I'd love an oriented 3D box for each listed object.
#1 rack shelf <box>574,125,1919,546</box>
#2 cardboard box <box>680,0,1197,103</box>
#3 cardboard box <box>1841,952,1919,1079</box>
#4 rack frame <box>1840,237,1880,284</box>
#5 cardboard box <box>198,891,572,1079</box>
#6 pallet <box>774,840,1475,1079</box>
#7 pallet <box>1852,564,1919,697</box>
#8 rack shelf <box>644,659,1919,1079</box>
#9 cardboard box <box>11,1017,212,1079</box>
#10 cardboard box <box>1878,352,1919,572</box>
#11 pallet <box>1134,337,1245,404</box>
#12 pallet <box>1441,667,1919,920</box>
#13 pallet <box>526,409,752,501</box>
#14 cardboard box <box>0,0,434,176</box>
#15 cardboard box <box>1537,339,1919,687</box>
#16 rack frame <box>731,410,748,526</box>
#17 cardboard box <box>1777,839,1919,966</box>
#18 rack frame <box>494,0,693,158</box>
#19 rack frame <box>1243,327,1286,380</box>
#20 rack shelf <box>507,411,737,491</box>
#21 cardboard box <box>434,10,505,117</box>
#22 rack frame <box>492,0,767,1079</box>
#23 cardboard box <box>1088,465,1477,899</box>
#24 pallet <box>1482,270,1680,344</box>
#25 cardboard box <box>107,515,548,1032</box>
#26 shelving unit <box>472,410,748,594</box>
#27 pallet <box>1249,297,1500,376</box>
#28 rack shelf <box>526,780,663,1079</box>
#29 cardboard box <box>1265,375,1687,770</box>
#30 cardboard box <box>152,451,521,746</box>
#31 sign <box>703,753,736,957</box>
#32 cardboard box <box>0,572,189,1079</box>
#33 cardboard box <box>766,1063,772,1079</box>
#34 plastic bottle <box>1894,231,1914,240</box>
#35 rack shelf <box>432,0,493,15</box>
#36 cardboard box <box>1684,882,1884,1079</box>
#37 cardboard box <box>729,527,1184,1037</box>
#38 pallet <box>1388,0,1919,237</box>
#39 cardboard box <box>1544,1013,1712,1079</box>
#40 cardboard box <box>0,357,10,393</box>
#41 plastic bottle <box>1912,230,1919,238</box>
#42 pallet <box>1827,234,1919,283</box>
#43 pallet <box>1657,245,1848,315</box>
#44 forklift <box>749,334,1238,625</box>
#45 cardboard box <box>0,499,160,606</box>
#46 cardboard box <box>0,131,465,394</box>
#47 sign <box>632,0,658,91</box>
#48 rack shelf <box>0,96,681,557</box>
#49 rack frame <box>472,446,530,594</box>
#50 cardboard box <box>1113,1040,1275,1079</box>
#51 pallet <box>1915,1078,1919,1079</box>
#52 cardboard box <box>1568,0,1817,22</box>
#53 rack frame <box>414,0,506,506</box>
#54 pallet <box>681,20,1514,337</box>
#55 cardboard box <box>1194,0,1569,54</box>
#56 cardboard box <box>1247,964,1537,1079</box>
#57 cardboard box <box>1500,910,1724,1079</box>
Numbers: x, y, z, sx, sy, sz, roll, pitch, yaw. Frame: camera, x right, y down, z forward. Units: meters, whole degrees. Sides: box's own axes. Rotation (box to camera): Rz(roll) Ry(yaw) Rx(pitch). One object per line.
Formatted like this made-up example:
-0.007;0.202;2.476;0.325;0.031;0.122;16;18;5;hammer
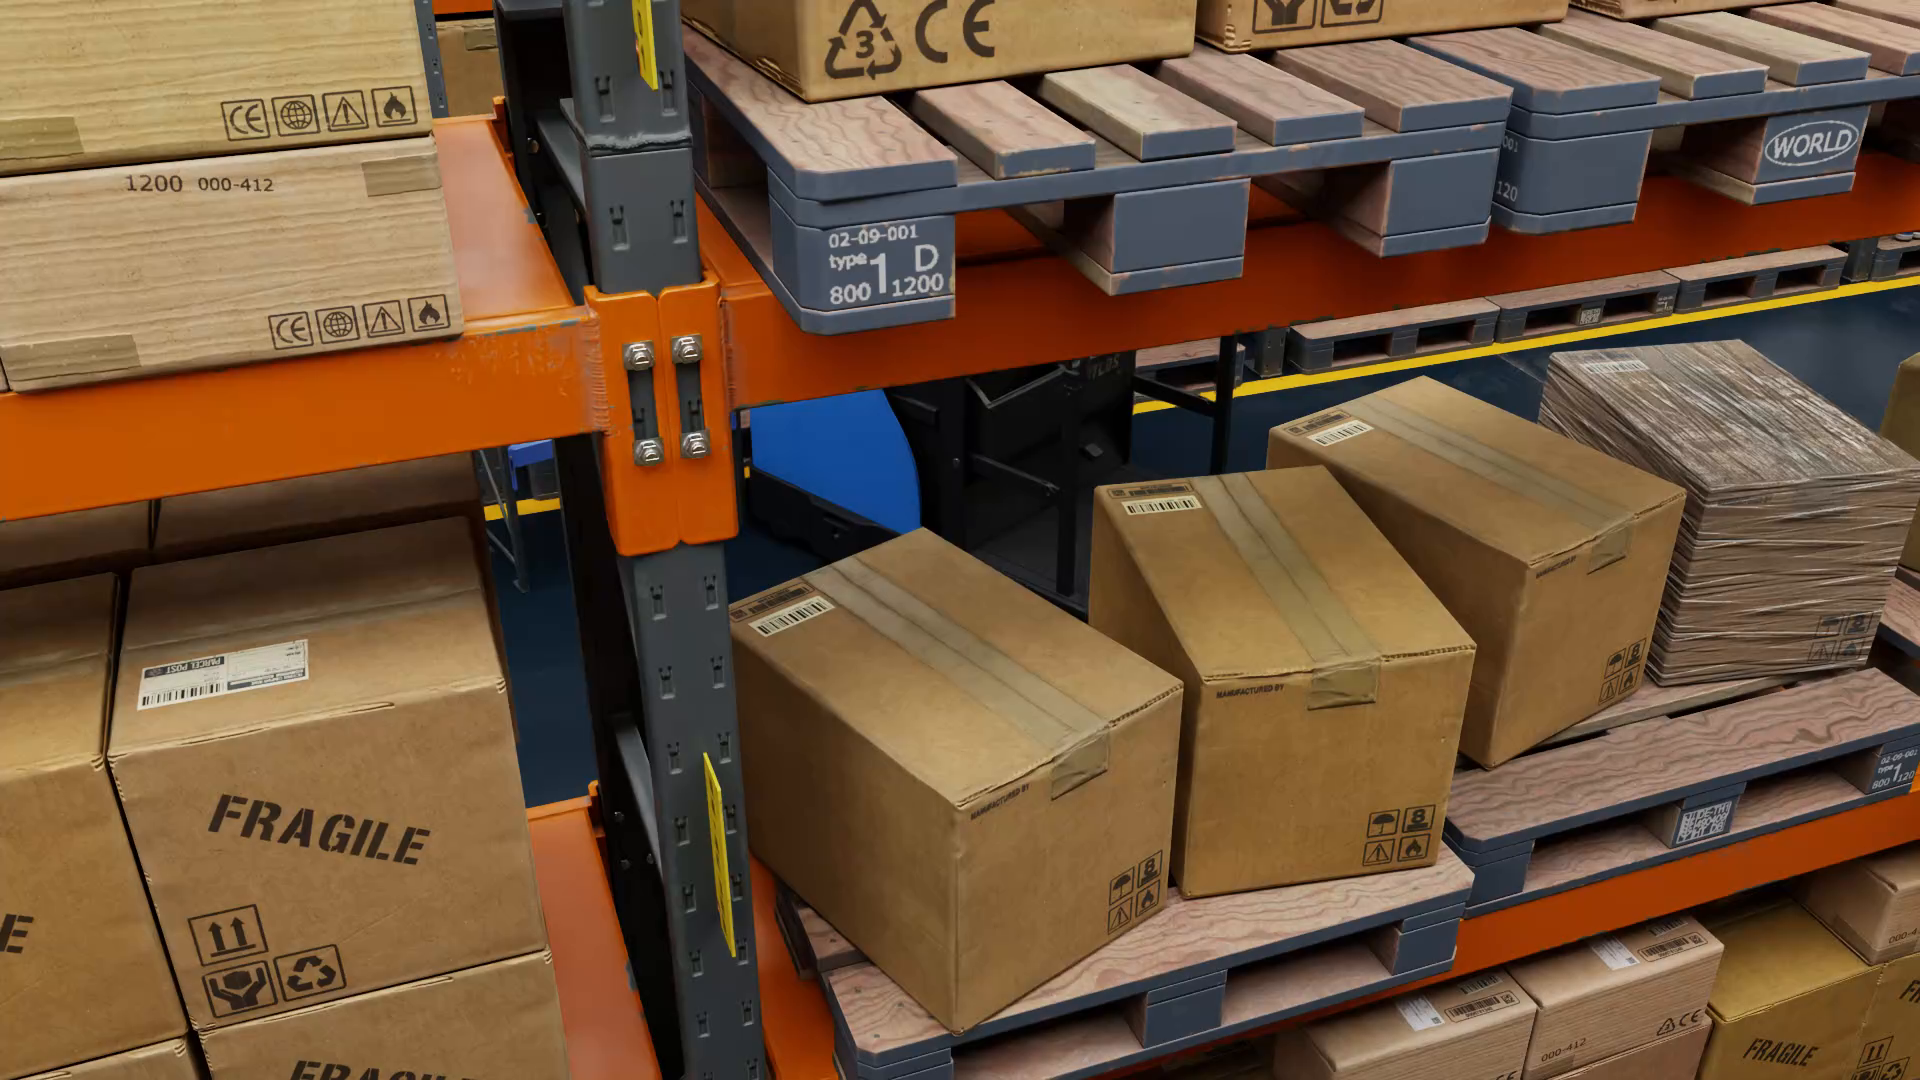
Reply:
1.315;-0.734;3.204;4.000;0.370;1.077;-10;31;-18;rack shelf
-0.062;-1.023;2.359;0.600;0.600;0.600;-14;32;-22;cardboard box
2.395;1.077;4.410;0.500;0.500;0.500;-9;31;-16;cardboard box
5.215;-3.077;9.621;0.127;3.000;1.000;-10;31;-18;rack frame
-0.939;0.764;2.777;0.500;0.500;0.500;-10;31;-17;cardboard box
0.227;0.599;3.363;1.213;0.211;1.003;-10;31;-18;pallet
2.579;0.145;4.159;1.003;0.211;1.213;-10;31;-18;pallet
1.315;0.570;3.946;4.000;0.370;1.077;-10;31;-18;rack shelf
-1.421;0.854;2.620;0.500;0.500;0.500;-10;31;-16;cardboard box
2.638;-0.153;3.963;0.500;0.500;0.700;-22;37;-34;cardboard box
0.741;-1.020;8.827;1.213;0.211;1.003;-10;31;-18;pallet
1.368;0.333;3.829;1.213;0.211;1.003;-10;31;-18;pallet
-1.546;-0.599;8.087;1.213;0.211;1.003;-10;31;-18;pallet
-0.921;-0.643;1.965;0.500;0.250;0.500;-10;31;-18;cardboard box
1.715;-0.084;3.841;0.500;0.500;0.700;-5;30;-8;cardboard box
-1.093;-0.819;7.173;0.032;1.500;0.500;-19;35;-29;rack frame
2.343;0.763;4.204;0.500;0.250;0.500;-9;31;-16;cardboard box
-0.560;-2.004;1.677;0.127;3.000;1.000;-10;31;-18;rack frame
1.466;-2.387;8.409;0.127;3.000;1.000;-10;31;-18;rack frame
-1.512;-0.521;7.012;1.000;0.185;0.538;-19;35;-29;rack shelf
-3.417;-3.373;11.863;0.875;0.875;1.225;-10;31;-17;cardboard box
-0.560;0.602;3.162;0.127;3.000;1.000;-10;31;-18;rack frame
0.585;0.250;3.255;0.500;0.500;0.700;-6;30;-10;cardboard box
3.347;-1.500;9.669;1.213;0.211;1.003;-10;31;-18;pallet
-0.943;0.332;2.526;0.500;0.500;0.500;-10;31;-17;cardboard box
-1.512;-0.677;6.923;1.048;1.500;0.538;-19;35;-29;shelving unit
2.205;-1.291;9.303;1.213;0.211;1.003;-10;31;-18;pallet
-2.434;1.260;2.735;4.000;0.370;1.077;-10;31;-18;rack shelf
1.075;0.043;3.619;0.500;0.500;0.700;-19;35;-30;cardboard box
-1.099;0.075;2.977;0.500;0.500;0.500;-10;31;-16;cardboard box
-0.363;0.477;2.509;0.005;0.325;0.100;-10;31;-18;sign
-1.422;0.422;2.369;0.500;0.500;0.500;-11;31;-19;cardboard box
-0.197;1.279;4.055;0.500;0.500;0.500;-11;31;-18;cardboard box
5.666;-1.935;9.927;0.097;0.271;0.097;0;30;0;plastic bottle
-2.136;-4.027;12.015;4.000;0.370;1.077;-10;31;-18;rack shelf
1.910;1.166;4.253;0.500;0.500;0.500;-12;32;-19;cardboard box
-0.038;0.399;2.995;0.500;0.500;0.700;-22;37;-34;cardboard box
1.047;-0.880;2.924;1.003;0.211;1.213;-10;31;-18;pallet
1.420;1.260;4.089;0.500;0.500;0.500;-12;32;-19;cardboard box
-1.395;-0.347;1.950;0.500;0.250;0.500;-10;31;-18;cardboard box
5.761;-1.922;9.975;0.097;0.201;0.097;0;30;0;plastic bottle
5.859;-1.962;10.481;1.213;0.211;1.003;-10;31;-18;pallet
4.492;-1.712;10.042;1.213;0.211;1.003;-10;31;-18;pallet
0.520;-1.033;6.102;3.031;2.935;1.130;24;37;35;forklift
-1.583;0.165;2.820;0.500;0.500;0.500;-11;32;-19;cardboard box
-0.923;-0.428;2.093;0.500;0.250;0.500;-10;31;-18;cardboard box
-0.363;-0.675;1.852;0.005;0.325;0.100;-10;31;-18;sign
-2.434;-0.043;1.992;4.000;0.370;1.077;-10;31;-18;rack shelf
-1.931;-0.534;6.673;0.032;1.500;0.500;-19;35;-29;rack frame
0.475;1.430;3.791;0.500;0.500;0.500;-10;31;-17;cardboard box
2.476;1.235;4.869;1.213;0.211;1.003;-10;31;-18;pallet
1.187;-1.255;2.765;0.600;0.600;0.600;-12;32;-20;cardboard box
-2.283;-1.696;7.197;0.127;3.000;1.000;-10;31;-18;rack frame
0.076;-0.699;2.607;1.003;0.211;1.213;-10;31;-18;pallet
0.557;-1.149;2.580;0.600;0.600;0.600;-11;31;-18;cardboard box
0.916;1.029;3.738;0.500;0.250;0.500;-10;31;-18;cardboard box
1.386;0.942;3.890;0.500;0.250;0.500;-11;31;-19;cardboard box
